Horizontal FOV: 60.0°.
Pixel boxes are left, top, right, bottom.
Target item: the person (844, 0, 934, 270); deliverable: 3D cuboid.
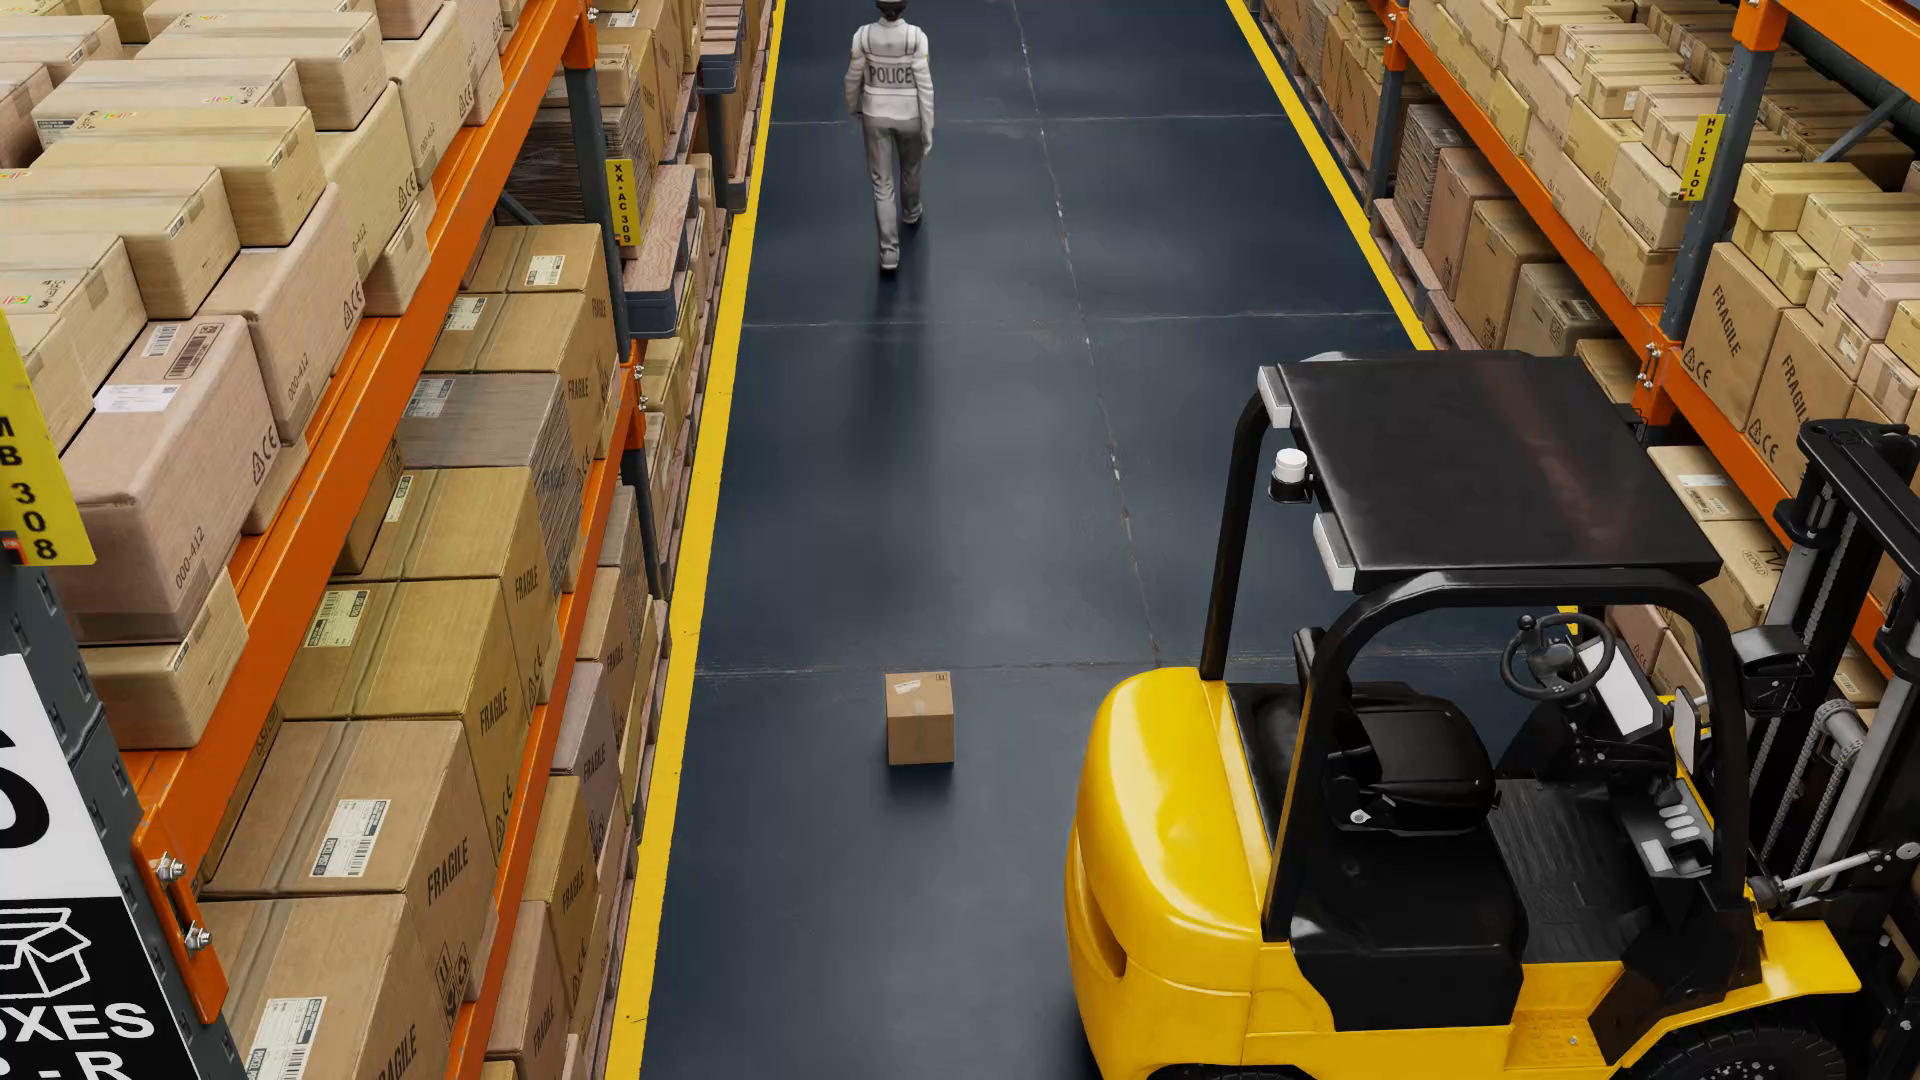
[{"bbox_3d":[-0.409,-2.485,9.590,0.505,1.630,0.969,-2,35,-3],"label":"person"}]
